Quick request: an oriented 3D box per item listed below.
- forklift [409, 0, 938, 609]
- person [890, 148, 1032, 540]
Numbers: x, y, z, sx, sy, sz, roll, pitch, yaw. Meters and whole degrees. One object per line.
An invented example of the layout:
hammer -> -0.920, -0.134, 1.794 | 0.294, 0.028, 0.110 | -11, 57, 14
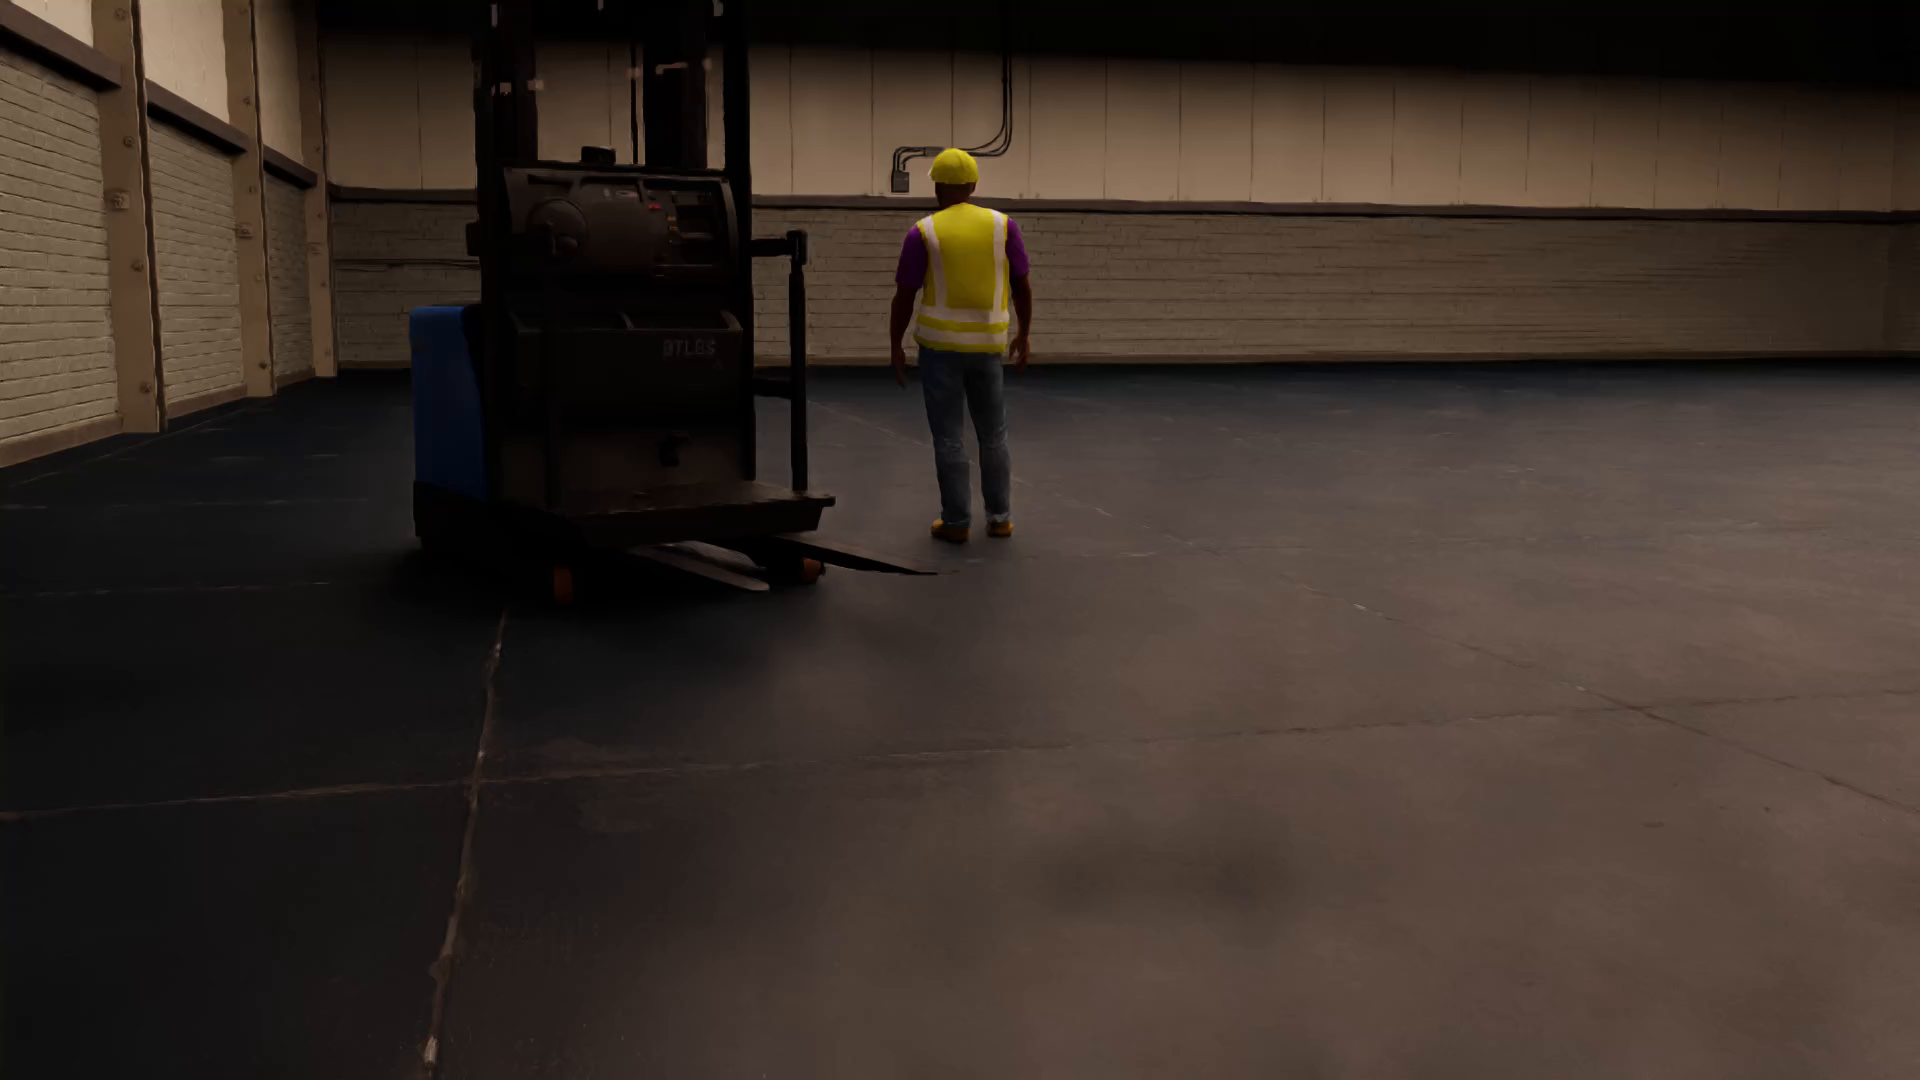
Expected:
forklift -> -1.183, -1.278, 6.267 | 1.130, 2.935, 3.031 | -5, 10, -33
person -> -0.011, -0.892, 7.652 | 0.665, 1.766, 0.576 | -2, 8, -13
